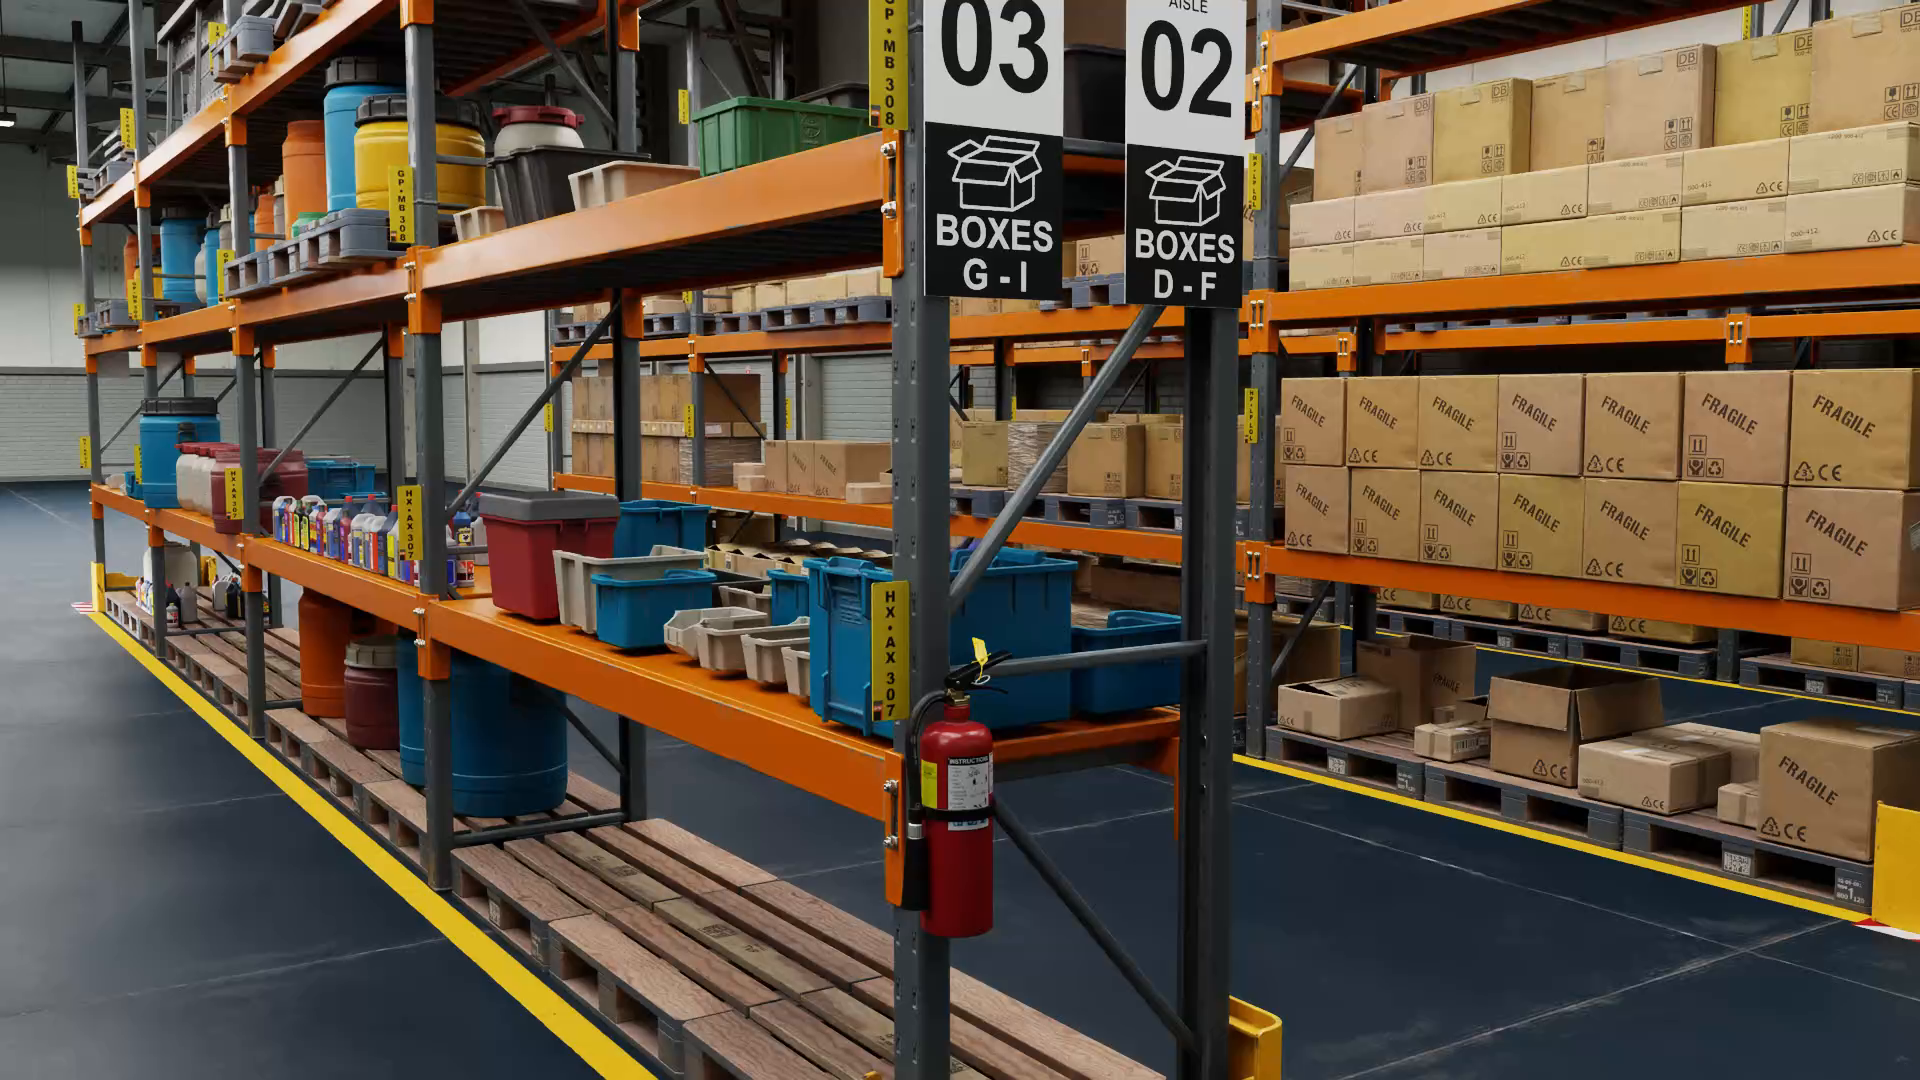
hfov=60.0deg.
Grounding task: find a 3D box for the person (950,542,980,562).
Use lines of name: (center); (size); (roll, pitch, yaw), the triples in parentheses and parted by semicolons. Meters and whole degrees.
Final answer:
person: (0.131, 0.394, 16.229); (0.482, 0.861, 0.816); (-3, 6, -33)
